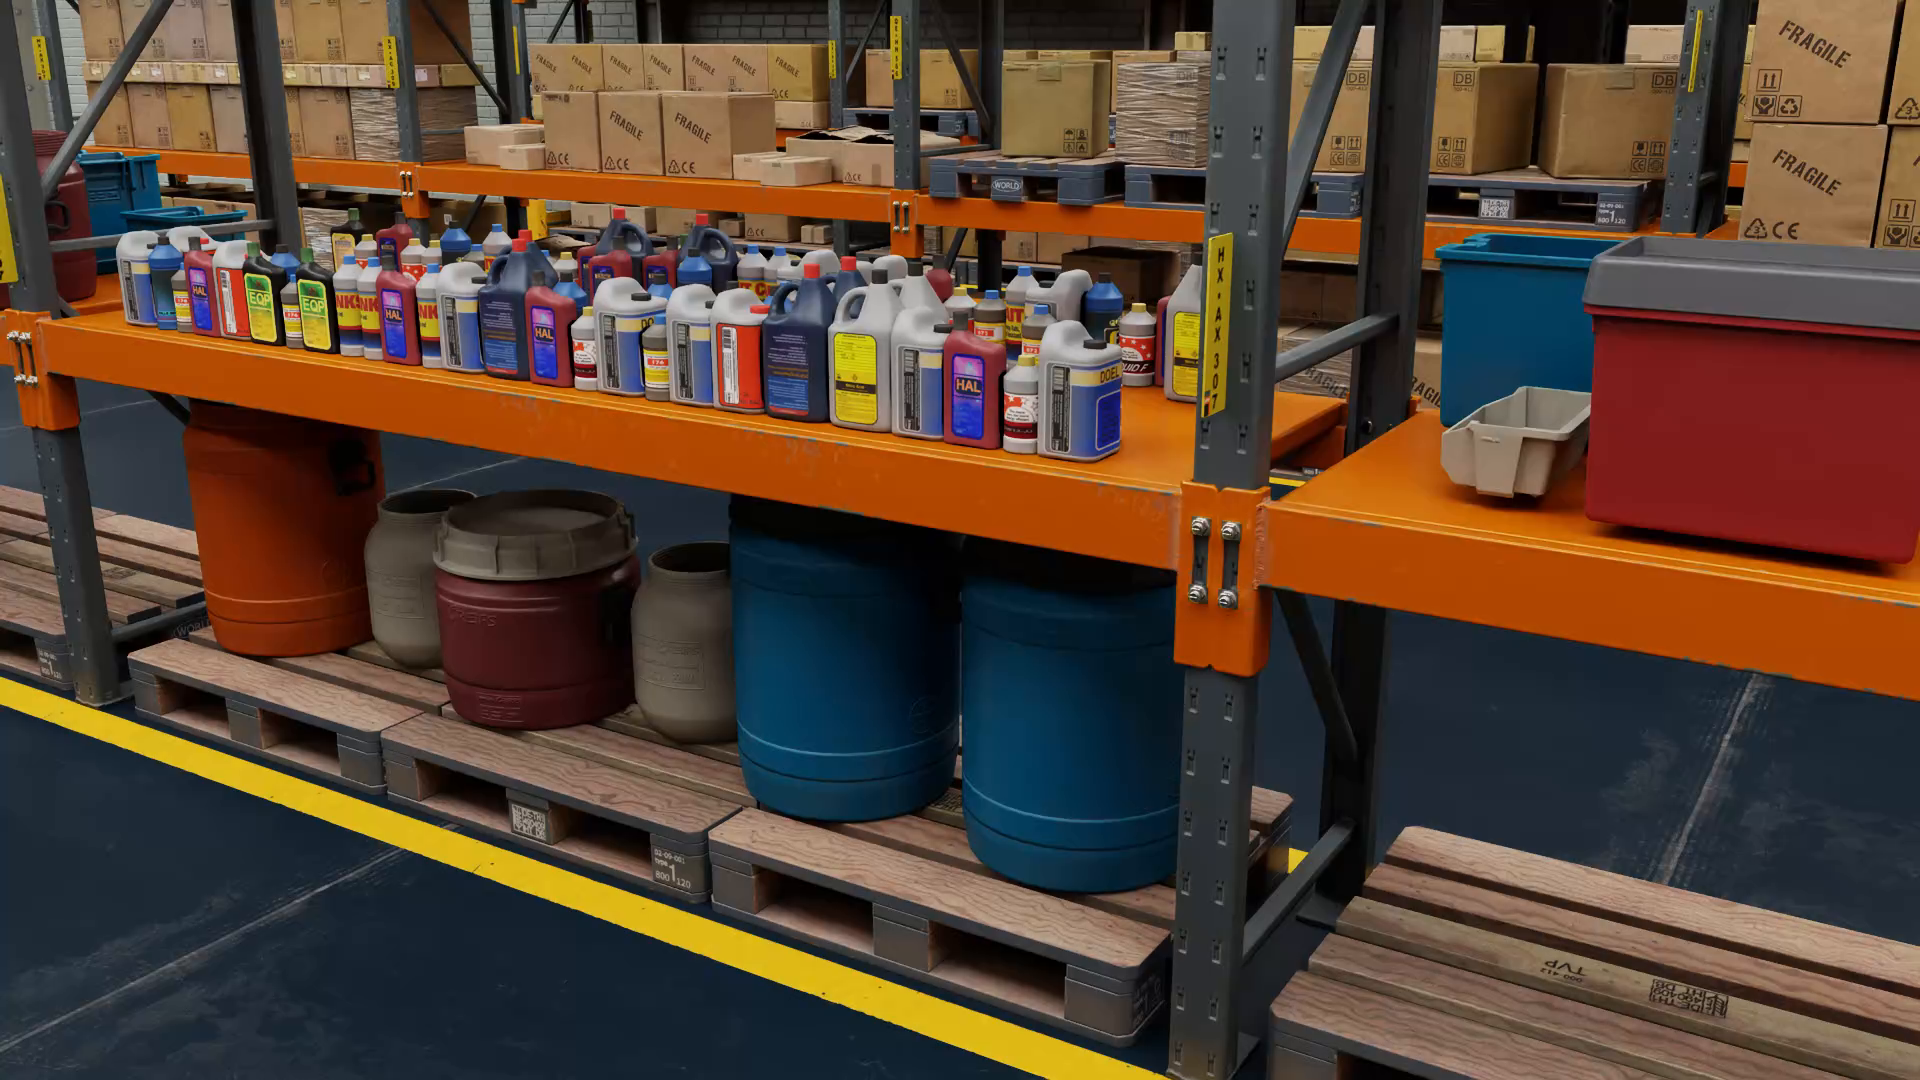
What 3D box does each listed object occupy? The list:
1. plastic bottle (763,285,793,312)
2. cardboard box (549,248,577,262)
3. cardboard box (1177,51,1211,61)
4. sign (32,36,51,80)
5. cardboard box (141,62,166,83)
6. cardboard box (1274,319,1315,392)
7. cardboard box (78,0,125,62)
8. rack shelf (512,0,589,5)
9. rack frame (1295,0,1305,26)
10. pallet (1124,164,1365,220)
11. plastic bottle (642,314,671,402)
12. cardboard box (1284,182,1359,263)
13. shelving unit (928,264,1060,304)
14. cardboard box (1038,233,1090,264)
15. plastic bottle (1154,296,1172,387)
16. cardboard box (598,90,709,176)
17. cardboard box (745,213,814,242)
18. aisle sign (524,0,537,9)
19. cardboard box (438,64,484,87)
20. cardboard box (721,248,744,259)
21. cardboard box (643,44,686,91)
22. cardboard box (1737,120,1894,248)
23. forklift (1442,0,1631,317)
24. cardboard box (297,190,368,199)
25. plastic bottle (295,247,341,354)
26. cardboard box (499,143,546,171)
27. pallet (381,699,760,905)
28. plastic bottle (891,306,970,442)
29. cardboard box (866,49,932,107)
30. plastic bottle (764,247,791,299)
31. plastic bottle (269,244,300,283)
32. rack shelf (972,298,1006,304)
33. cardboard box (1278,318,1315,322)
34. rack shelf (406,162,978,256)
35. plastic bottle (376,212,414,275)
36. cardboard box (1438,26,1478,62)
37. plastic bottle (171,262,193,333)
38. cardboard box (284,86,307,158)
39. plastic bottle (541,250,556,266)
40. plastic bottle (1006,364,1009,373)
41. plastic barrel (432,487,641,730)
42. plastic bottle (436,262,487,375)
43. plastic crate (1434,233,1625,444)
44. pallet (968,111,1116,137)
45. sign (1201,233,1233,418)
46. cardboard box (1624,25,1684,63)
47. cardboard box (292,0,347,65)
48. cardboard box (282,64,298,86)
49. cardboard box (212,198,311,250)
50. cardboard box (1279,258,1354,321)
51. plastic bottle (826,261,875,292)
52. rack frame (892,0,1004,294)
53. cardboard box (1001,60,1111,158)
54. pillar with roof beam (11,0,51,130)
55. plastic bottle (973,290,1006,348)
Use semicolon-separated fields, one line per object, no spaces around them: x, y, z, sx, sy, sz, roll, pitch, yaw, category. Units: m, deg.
-0.439;-0.478;4.015;0.097;0.271;0.097;0;17;0;plastic bottle
-2.818;-1.788;11.151;0.500;0.311;0.500;10;19;29;cardboard box
2.129;-3.783;13.745;0.500;0.500;0.700;8;18;24;cardboard box
-7.168;-3.761;12.975;0.005;0.325;0.100;10;20;30;sign
-5.998;-3.574;12.697;0.250;0.149;0.380;10;19;29;cardboard box
1.505;-0.869;8.624;0.500;0.500;0.500;9;19;28;cardboard box
-6.436;-4.031;13.088;0.500;0.500;0.700;10;20;30;cardboard box
-2.579;-5.459;16.269;4.000;0.370;1.077;10;20;30;rack shelf
2.534;-3.456;13.596;0.127;3.000;1.000;10;20;30;rack frame
1.605;-1.842;8.613;1.213;0.211;1.003;10;20;30;pallet
-0.716;-0.442;4.017;0.097;0.201;0.097;0;17;0;plastic bottle
3.092;-2.484;13.373;0.750;0.750;0.750;10;19;29;cardboard box
0.141;-0.549;7.124;0.503;1.200;0.258;10;20;30;shelving unit
1.077;-2.742;14.792;0.500;0.500;0.700;10;20;30;cardboard box
0.555;-0.519;4.131;0.133;0.283;0.061;10;20;30;plastic bottle
-1.942;-2.607;10.632;0.500;0.500;0.500;10;20;30;cardboard box
-1.780;-3.226;16.386;0.500;0.500;0.500;8;19;26;cardboard box
-4.501;-5.853;17.016;0.004;0.787;0.394;10;20;30;aisle sign
-3.591;-3.284;11.742;0.250;0.149;0.380;10;20;30;cardboard box
-1.671;-1.768;11.085;0.500;0.311;0.500;10;19;29;cardboard box
-2.734;-4.589;16.260;0.500;0.500;0.500;11;20;32;cardboard box
3.645;-1.523;7.061;0.500;0.500;0.500;11;20;31;cardboard box
3.206;-2.394;10.219;3.031;2.935;1.130;10;19;29;forklift
-4.974;-2.456;13.025;0.500;0.500;0.500;10;20;30;cardboard box
-1.770;-0.663;4.604;0.133;0.283;0.061;10;20;30;plastic bottle
-2.815;-2.531;10.985;0.250;0.149;0.380;10;20;30;cardboard box
-0.921;0.628;4.952;1.213;0.211;1.003;10;20;30;pallet
-0.058;-0.370;3.651;0.135;0.276;0.152;10;20;30;plastic bottle
-0.458;-4.237;15.238;0.500;0.500;0.700;10;20;30;cardboard box
-0.508;-0.697;4.737;0.097;0.271;0.097;0;17;0;plastic bottle
-1.940;-0.715;4.795;0.097;0.271;0.097;0;17;0;plastic bottle
0.141;-0.925;7.010;0.480;0.148;0.258;10;20;30;rack shelf
1.756;-1.001;9.061;0.500;0.500;0.500;9;19;28;cardboard box
-1.759;-2.188;10.662;4.000;0.370;1.077;10;20;30;rack shelf
-1.886;-0.955;5.566;0.133;0.283;0.061;10;20;30;plastic bottle
3.673;-3.725;12.474;0.500;0.250;0.500;10;20;30;cardboard box
-2.284;-0.722;4.938;0.097;0.201;0.097;0;17;0;plastic bottle
-4.723;-3.106;12.274;0.500;0.500;0.700;10;20;31;cardboard box
-1.299;-0.805;5.212;0.097;0.201;0.097;0;17;0;plastic bottle
0.058;-0.325;3.631;0.097;0.201;0.097;0;17;0;plastic bottle
-1.262;0.193;5.012;0.708;0.588;0.600;10;20;30;plastic barrel
-1.269;-0.586;4.362;0.135;0.276;0.152;10;20;30;plastic bottle
1.334;-0.428;3.554;0.575;0.384;0.392;10;20;30;plastic crate
0.826;-3.655;14.582;1.213;0.211;1.003;10;20;30;pallet
0.468;-0.390;3.028;0.005;0.325;0.100;10;20;30;sign
4.980;-3.494;11.713;0.500;0.250;0.500;11;20;31;cardboard box
-4.276;-3.648;11.825;0.500;0.500;0.700;10;20;30;cardboard box
-4.673;-3.338;11.922;0.250;0.149;0.380;10;20;30;cardboard box
-5.255;-2.324;12.588;0.500;0.500;0.500;10;20;30;cardboard box
1.789;-1.355;8.935;0.500;0.250;0.500;10;19;29;cardboard box
-0.306;-0.602;4.416;0.135;0.276;0.152;10;20;30;plastic bottle
-0.055;-2.228;9.556;0.127;3.000;1.000;10;20;30;rack frame
0.541;-2.409;9.257;0.500;0.500;0.700;4;17;12;cardboard box
-15.712;-8.410;19.584;0.400;9.000;9.100;10;20;30;pillar with roof beam
0.084;-0.558;4.399;0.097;0.201;0.097;0;17;0;plastic bottle
